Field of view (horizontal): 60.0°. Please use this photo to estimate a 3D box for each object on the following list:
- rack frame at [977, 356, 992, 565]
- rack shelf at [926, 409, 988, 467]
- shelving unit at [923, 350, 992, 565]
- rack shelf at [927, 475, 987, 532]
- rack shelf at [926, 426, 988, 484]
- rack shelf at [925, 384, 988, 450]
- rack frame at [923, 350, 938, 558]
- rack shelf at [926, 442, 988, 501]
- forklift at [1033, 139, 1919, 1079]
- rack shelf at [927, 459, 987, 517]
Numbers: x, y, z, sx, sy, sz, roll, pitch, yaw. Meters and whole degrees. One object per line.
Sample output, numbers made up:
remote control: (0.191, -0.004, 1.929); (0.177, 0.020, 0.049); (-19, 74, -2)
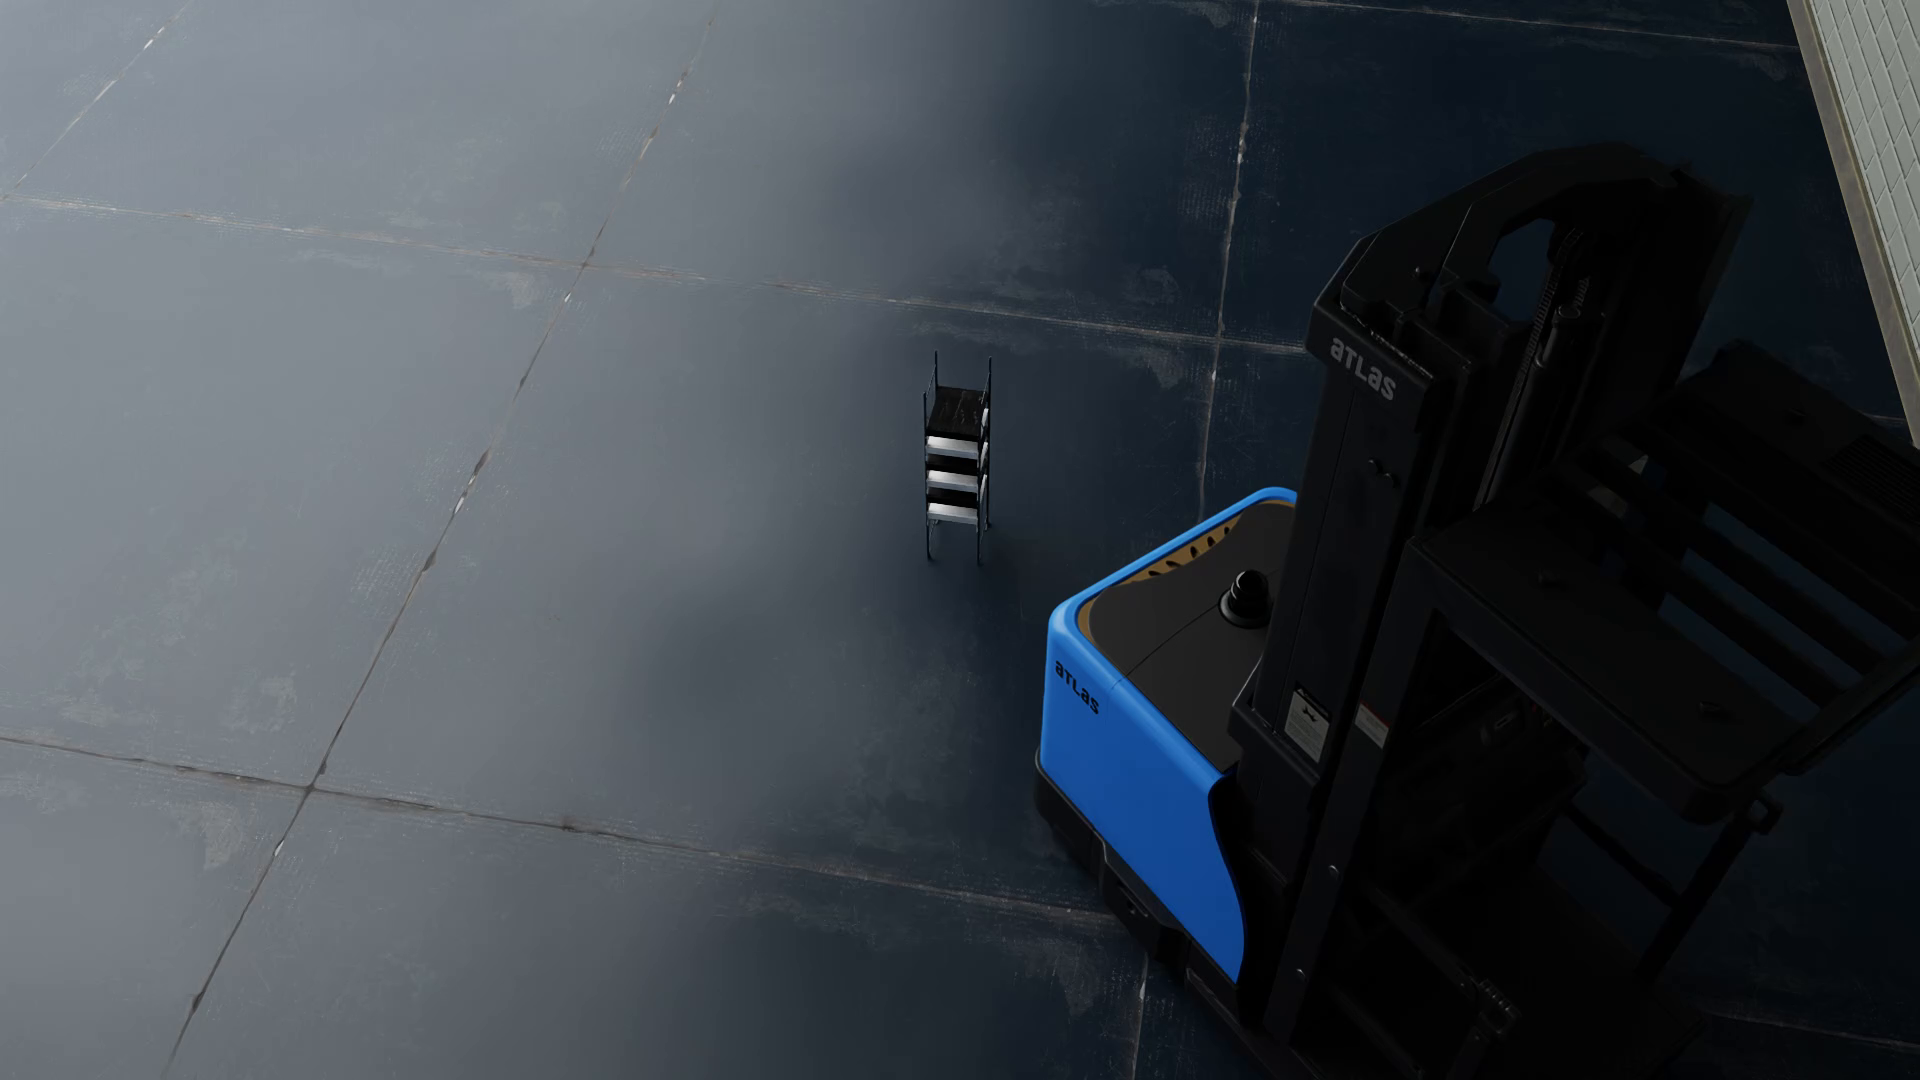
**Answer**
rack frame: (0.092, -0.288, 6.376); (0.006, 0.900, 0.240); (8, 49, 7)
rack shelf: (-0.008, -0.400, 6.279); (0.200, 0.077, 0.258); (8, 49, 7)
shelving unit: (-0.008, -0.302, 6.388); (0.210, 0.900, 0.258); (8, 49, 7)
rack shelf: (-0.008, -0.159, 6.547); (0.200, 0.077, 0.258); (8, 49, 7)
rack shelf: (-0.008, -0.340, 6.346); (0.200, 0.077, 0.258); (8, 49, 7)
rack shelf: (-0.008, -0.460, 6.212); (0.200, 0.077, 0.258); (8, 49, 7)
rack frame: (-0.108, -0.315, 6.400); (0.006, 0.900, 0.240); (8, 49, 7)
rack shelf: (-0.008, -0.280, 6.413); (0.200, 0.077, 0.258); (8, 49, 7)
forklift: (1.524, 0.638, 4.178); (1.130, 2.935, 3.031); (-28, 54, -23)
rack shelf: (-0.008, -0.219, 6.480); (0.200, 0.077, 0.258); (8, 49, 7)
